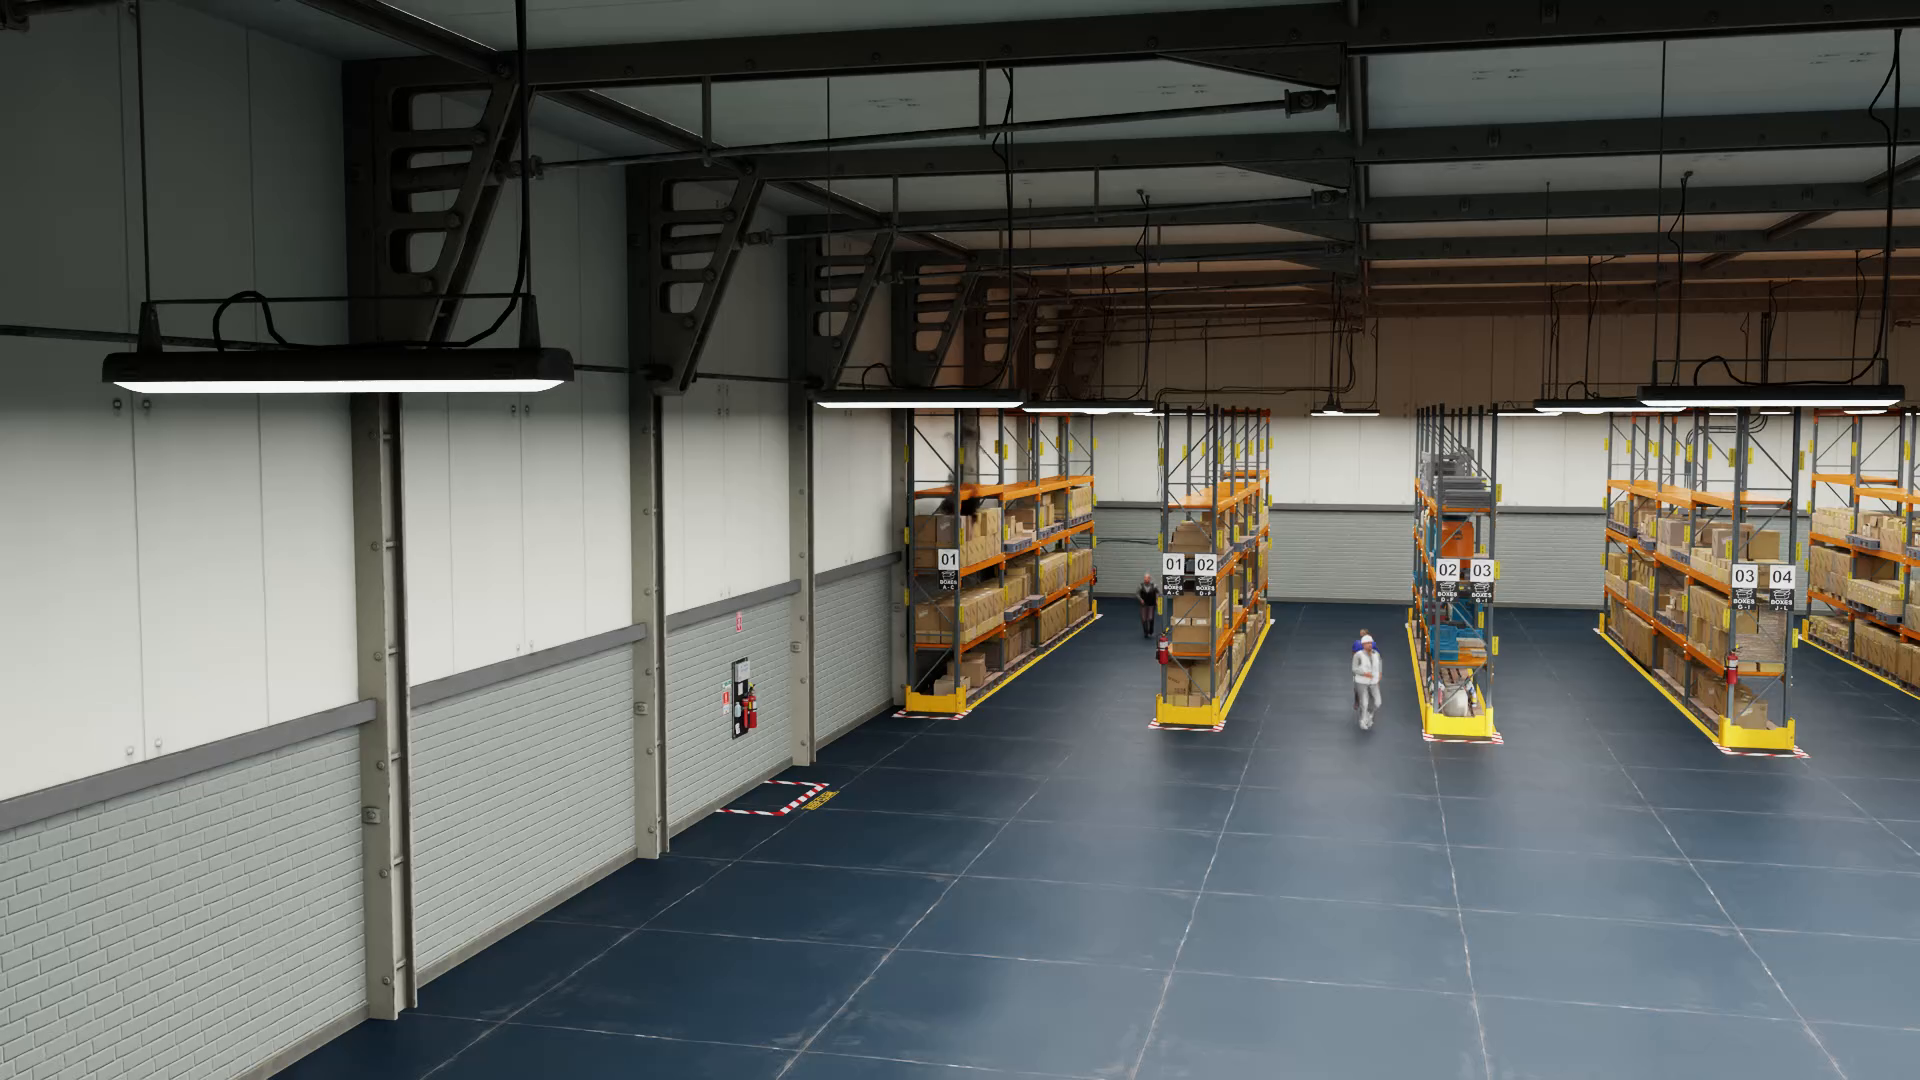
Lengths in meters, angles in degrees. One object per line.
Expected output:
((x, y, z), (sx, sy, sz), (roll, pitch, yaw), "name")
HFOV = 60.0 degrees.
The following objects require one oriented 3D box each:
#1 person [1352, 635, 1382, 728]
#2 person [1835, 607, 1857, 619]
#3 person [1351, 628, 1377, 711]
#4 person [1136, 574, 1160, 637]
((7.538, 2.620, 30.606), (0.675, 1.744, 0.646), (-1, 4, -12), "person")
((23.700, 1.662, 44.337), (0.683, 1.684, 0.547), (0, 4, -5), "person")
((7.880, 2.549, 32.474), (0.554, 1.622, 0.624), (2, 4, 22), "person")
((4.898, 1.722, 43.394), (0.640, 1.675, 0.662), (1, 4, 9), "person")
